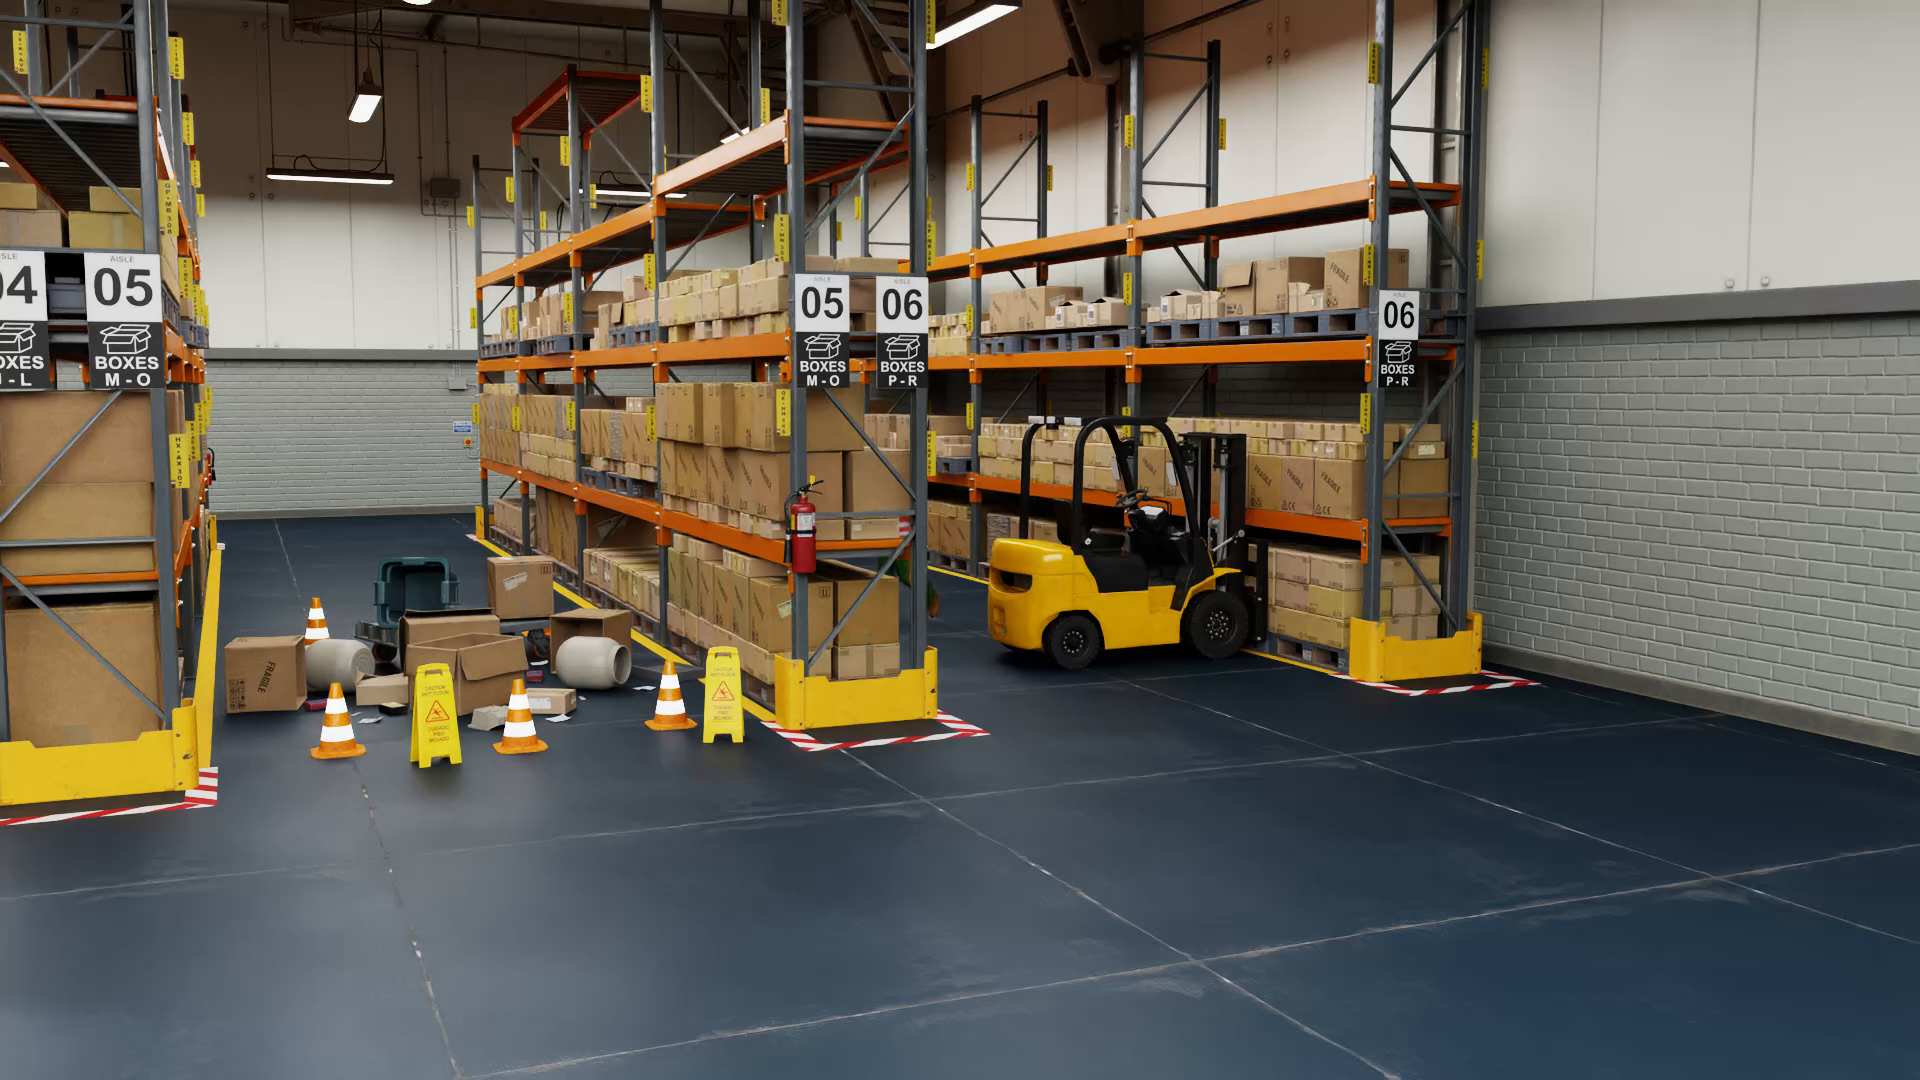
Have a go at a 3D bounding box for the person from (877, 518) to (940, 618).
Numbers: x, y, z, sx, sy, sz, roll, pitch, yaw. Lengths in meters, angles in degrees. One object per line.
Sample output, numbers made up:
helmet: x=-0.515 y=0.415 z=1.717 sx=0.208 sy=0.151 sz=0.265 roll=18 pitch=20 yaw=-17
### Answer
person: x=-0.573 y=-0.036 z=16.907 sx=0.754 sy=1.776 sz=0.571 roll=-4 pitch=7 yaw=-39
